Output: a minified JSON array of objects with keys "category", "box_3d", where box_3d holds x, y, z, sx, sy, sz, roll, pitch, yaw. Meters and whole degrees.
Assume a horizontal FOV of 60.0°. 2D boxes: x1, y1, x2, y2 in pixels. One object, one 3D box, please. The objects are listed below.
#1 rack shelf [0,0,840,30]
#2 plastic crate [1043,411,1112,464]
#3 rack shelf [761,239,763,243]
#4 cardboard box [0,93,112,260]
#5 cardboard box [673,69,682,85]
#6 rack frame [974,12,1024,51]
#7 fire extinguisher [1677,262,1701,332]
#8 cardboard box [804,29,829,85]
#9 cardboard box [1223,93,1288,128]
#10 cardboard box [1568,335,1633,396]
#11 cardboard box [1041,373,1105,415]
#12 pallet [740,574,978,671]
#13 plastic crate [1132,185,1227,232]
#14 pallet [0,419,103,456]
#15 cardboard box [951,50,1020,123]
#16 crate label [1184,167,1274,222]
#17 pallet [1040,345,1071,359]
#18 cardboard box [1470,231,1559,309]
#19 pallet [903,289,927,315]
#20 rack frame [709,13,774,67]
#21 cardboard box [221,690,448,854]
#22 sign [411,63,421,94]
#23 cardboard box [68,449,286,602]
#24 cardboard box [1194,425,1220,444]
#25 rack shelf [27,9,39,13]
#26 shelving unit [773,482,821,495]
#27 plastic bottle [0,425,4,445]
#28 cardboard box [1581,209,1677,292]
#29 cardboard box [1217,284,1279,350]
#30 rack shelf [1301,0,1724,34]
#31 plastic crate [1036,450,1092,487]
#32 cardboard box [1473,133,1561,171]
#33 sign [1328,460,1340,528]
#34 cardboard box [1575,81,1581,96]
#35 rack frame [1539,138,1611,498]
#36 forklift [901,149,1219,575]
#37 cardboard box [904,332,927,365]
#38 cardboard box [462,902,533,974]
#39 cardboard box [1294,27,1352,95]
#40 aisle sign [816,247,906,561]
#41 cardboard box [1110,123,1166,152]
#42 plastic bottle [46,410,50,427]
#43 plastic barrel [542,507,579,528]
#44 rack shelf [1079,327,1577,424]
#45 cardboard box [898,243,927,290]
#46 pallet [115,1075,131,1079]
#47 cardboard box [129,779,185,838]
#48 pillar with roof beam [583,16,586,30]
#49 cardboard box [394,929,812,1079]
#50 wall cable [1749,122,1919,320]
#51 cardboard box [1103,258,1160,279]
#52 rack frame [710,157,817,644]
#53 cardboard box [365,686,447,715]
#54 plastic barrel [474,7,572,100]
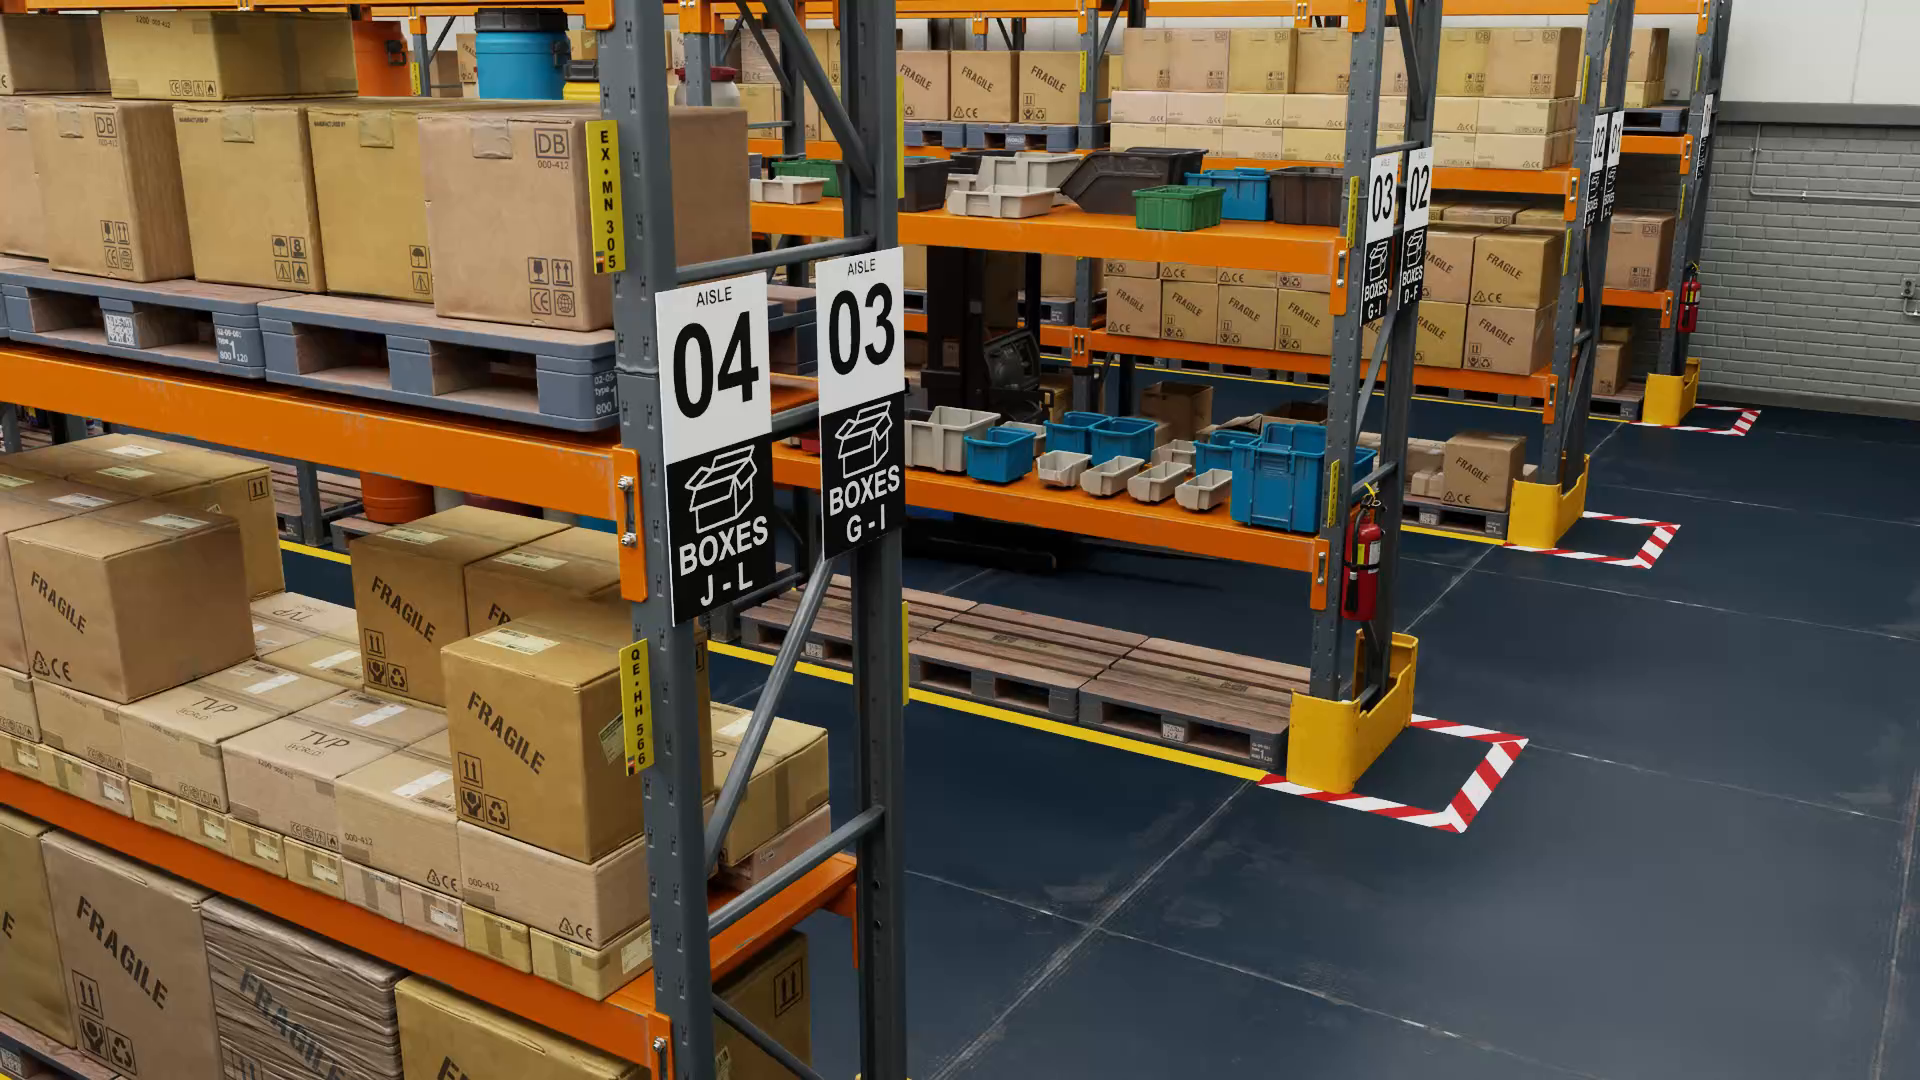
[{"category":"rack shelf","box_3d":[-2.182,-1.701,4.926,4.000,0.370,1.077,10,20,30]},{"category":"plastic crate","box_3d":[0.699,-0.603,9.889,0.300,0.233,0.416,10,20,30]},{"category":"rack shelf","box_3d":[-4.631,-4.528,23.864,4.000,0.370,1.077,10,20,30]},{"category":"cardboard box","box_3d":[-2.732,-1.216,5.494,0.500,0.500,0.700,11,20,33]},{"category":"cardboard box","box_3d":[-3.488,-6.077,22.357,0.500,0.500,0.500,11,20,32]},{"category":"rack frame","box_3d":[0.482,-6.830,19.883,0.127,3.000,1.000,10,20,30]},{"category":"fire extinguisher","box_3d":[7.186,-2.390,16.363,0.183,0.674,0.296,10,20,30]},{"category":"cardboard box","box_3d":[-1.304,-4.548,15.640,0.500,0.500,0.500,10,20,30]},{"category":"cardboard box","box_3d":[2.433,-3.436,13.270,0.500,0.250,0.500,10,20,30]},{"category":"cardboard box","box_3d":[6.650,-1.829,17.320,0.500,0.500,0.700,10,20,30]},{"category":"cardboard box","box_3d":[1.017,-1.272,15.452,0.500,0.500,0.500,9,19,28]},{"category":"pallet","box_3d":[-0.647,0.539,10.743,1.213,0.211,1.003,10,20,30]},{"category":"plastic crate","box_3d":[1.124,-1.702,8.528,0.336,0.188,0.450,10,20,30]},{"category":"pallet","box_3d":[-8.662,-0.892,15.456,1.213,0.211,1.003,10,20,30]},{"category":"cardboard box","box_3d":[0.329,-4.046,14.814,0.600,0.600,0.600,10,19,29]},{"category":"crate label","box_3d":[1.497,-1.873,8.983,0.502,0.251,0.408,10,20,30]},{"category":"pallet","box_3d":[1.114,-2.487,20.704,1.213,0.211,1.003,10,20,30]},{"category":"cardboard box","box_3d":[4.187,-2.041,12.547,0.500,0.500,0.500,10,20,30]},{"category":"pallet","box_3d":[-0.448,-2.346,15.772,1.213,0.211,1.003,10,20,30]},{"category":"rack frame","box_3d":[-2.107,-5.603,15.842,0.127,3.000,1.000,10,20,30]},{"category":"cardboard box","box_3d":[-1.895,0.705,5.147,0.500,0.250,0.500,9,19,28]},{"category":"sign","box_3d":[-5.805,-4.923,17.741,0.005,0.325,0.100,10,20,30]},{"category":"cardboard box","box_3d":[-2.930,-0.019,6.239,0.500,0.500,0.500,10,20,31]},{"category":"cardboard box","box_3d":[2.286,-0.911,14.869,0.250,0.149,0.380,10,20,30]},{"category":"rack shelf","box_3d":[-9.815,-4.753,14.973,4.000,0.370,1.077,10,20,30]},{"category":"shelving unit","box_3d":[-1.347,-0.701,13.255,1.048,1.125,0.538,8,18,24]},{"category":"plastic bottle","box_3d":[-8.583,-0.964,14.951,0.097,0.201,0.097,0,17,0]},{"category":"cardboard box","box_3d":[6.859,-2.961,16.953,0.700,0.700,0.980,11,20,33]},{"category":"cardboard box","box_3d":[2.456,-1.873,13.713,0.500,0.500,0.500,10,20,30]},{"category":"rack shelf","box_3d":[5.595,-5.382,17.041,4.000,0.370,1.077,10,20,30]},{"category":"plastic crate","box_3d":[0.573,-0.395,9.372,0.250,0.136,0.298,10,20,30]},{"category":"cardboard box","box_3d":[4.134,-2.892,12.337,0.500,0.250,0.500,10,20,30]},{"category":"sign","box_3d":[1.840,-0.228,8.191,0.005,0.325,0.100,10,20,30]},{"category":"cardboard box","box_3d":[6.092,-4.479,16.669,0.500,0.250,0.500,9,19,28]},{"category":"rack frame","box_3d":[4.710,-1.515,12.708,0.127,3.000,1.000,10,20,30]},{"category":"forklift","box_3d":[0.571,-1.325,12.201,3.031,2.935,1.130,8,19,24]},{"category":"cardboard box","box_3d":[-0.263,-1.859,16.094,0.500,0.250,0.500,10,19,29]},{"category":"cardboard box","box_3d":[-1.176,1.046,4.708,0.250,0.149,0.380,10,20,31]},{"category":"cardboard box","box_3d":[3.022,-3.797,13.166,0.500,0.500,0.700,10,20,30]},{"category":"aisle sign","box_3d":[-0.259,-0.370,4.464,0.004,0.787,0.394,10,20,30]},{"category":"cardboard box","box_3d":[1.586,-3.352,13.852,0.500,0.250,0.500,10,20,30]},{"category":"plastic bottle","box_3d":[-8.498,-1.198,15.581,0.133,0.283,0.061,10,20,30]},{"category":"plastic barrel","box_3d":[-2.787,-0.211,11.972,0.421,0.512,0.421,0,17,0]},{"category":"rack shelf","box_3d":[3.006,-1.475,13.814,4.000,0.370,1.077,10,20,30]},{"category":"cardboard box","box_3d":[-0.236,-2.626,15.470,0.500,0.500,0.700,5,18,16]},{"category":"pallet","box_3d":[-2.236,1.984,5.987,1.213,0.211,1.003,10,20,30]},{"category":"cardboard box","box_3d":[-2.479,0.814,5.474,0.250,0.149,0.380,9,19,28]},{"category":"pillar with roof beam","box_3d":[-7.539,-7.088,20.734,0.400,9.000,9.100,10,20,30]},{"category":"cardboard box","box_3d":[-1.065,1.676,5.136,0.875,0.875,0.875,10,20,30]},{"category":"wall cable","box_3d":[8.885,-3.268,16.732,1.851,1.984,0.084,10,20,30]},{"category":"cardboard box","box_3d":[1.556,-2.509,14.086,0.500,0.500,0.500,11,20,31]},{"category":"rack frame","box_3d":[-1.294,-0.897,10.675,0.127,3.000,1.000,10,20,30]},{"category":"cardboard box","box_3d":[-1.618,0.573,5.582,0.500,0.250,0.500,9,19,28]},{"category":"plastic barrel","box_3d":[-2.829,-2.995,10.835,0.708,0.901,0.600,10,20,30]}]
